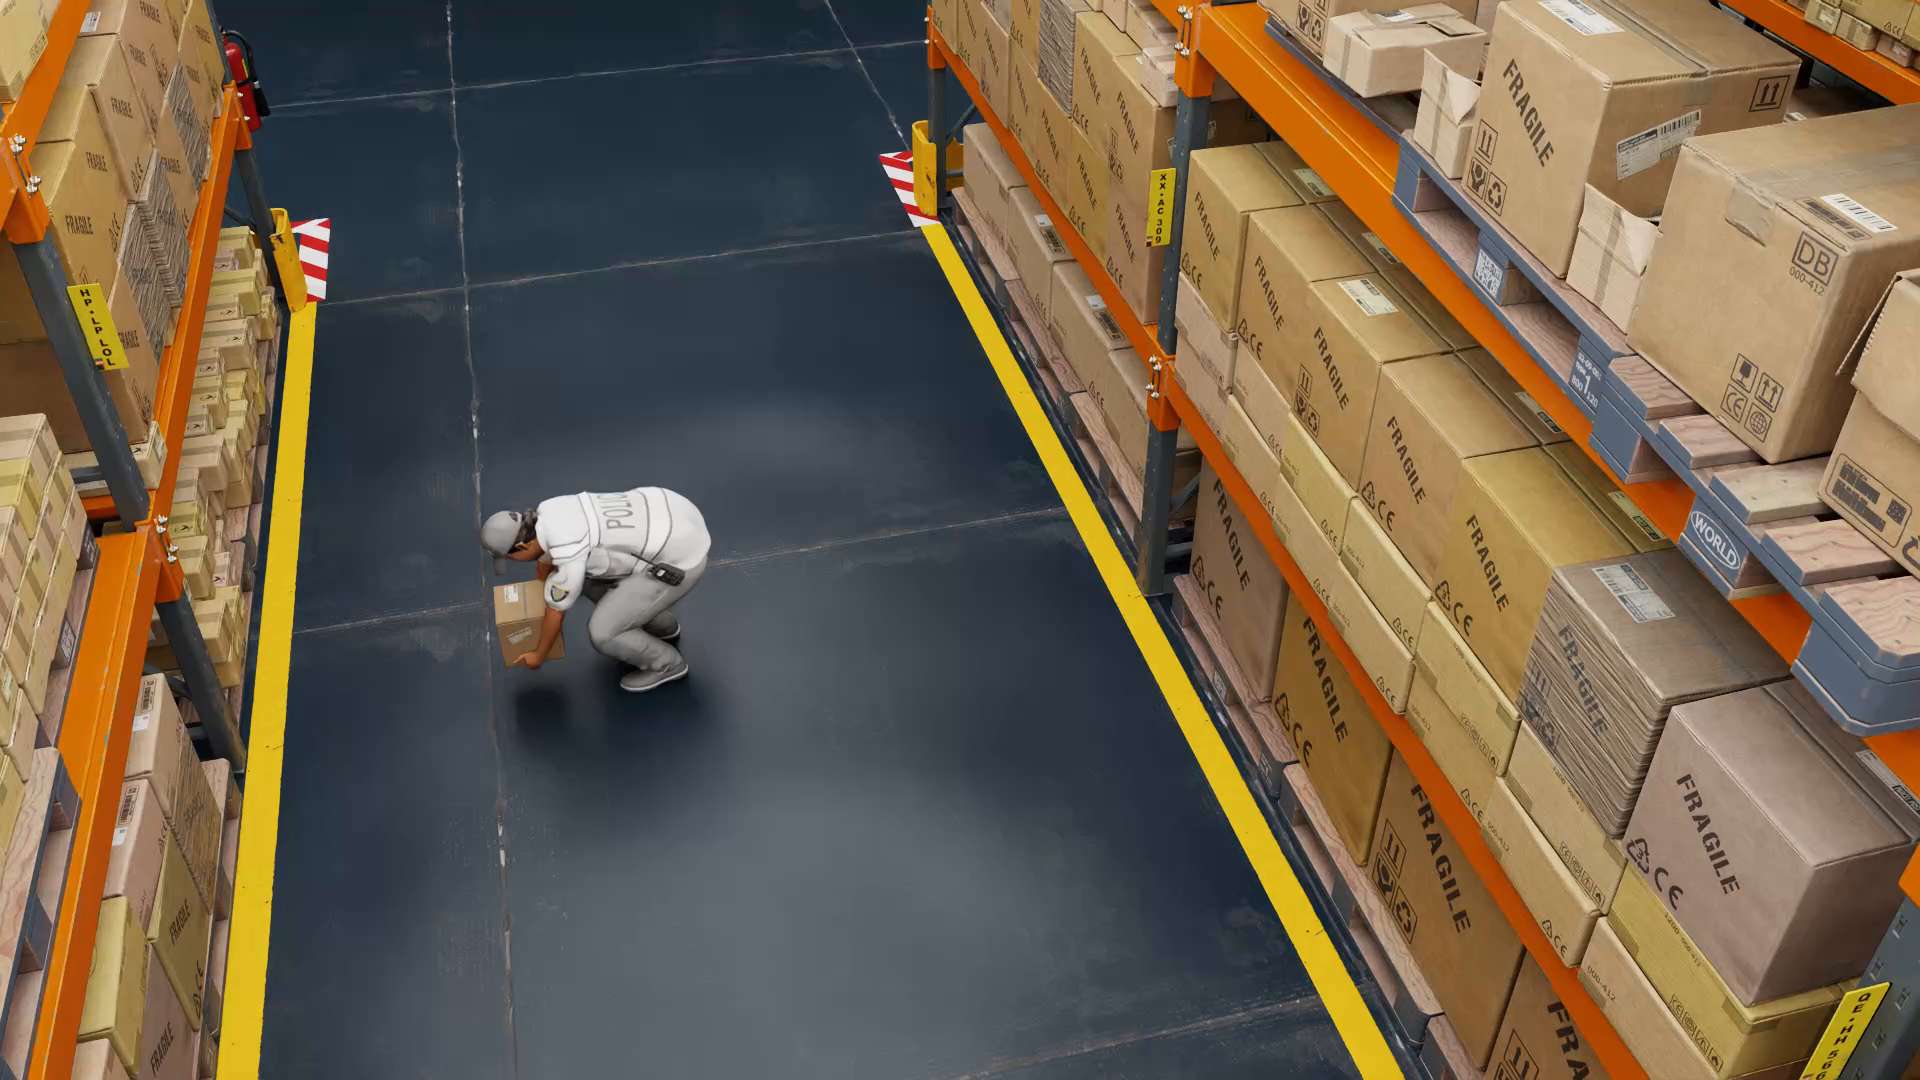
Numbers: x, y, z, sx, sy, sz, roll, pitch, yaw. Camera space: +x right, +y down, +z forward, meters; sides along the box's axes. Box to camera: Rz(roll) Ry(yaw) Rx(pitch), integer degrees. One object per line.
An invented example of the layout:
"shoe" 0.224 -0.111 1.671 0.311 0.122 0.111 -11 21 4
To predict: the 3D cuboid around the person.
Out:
"person" -1.506 0.190 7.061 0.915 0.940 0.521 -11 40 -13
